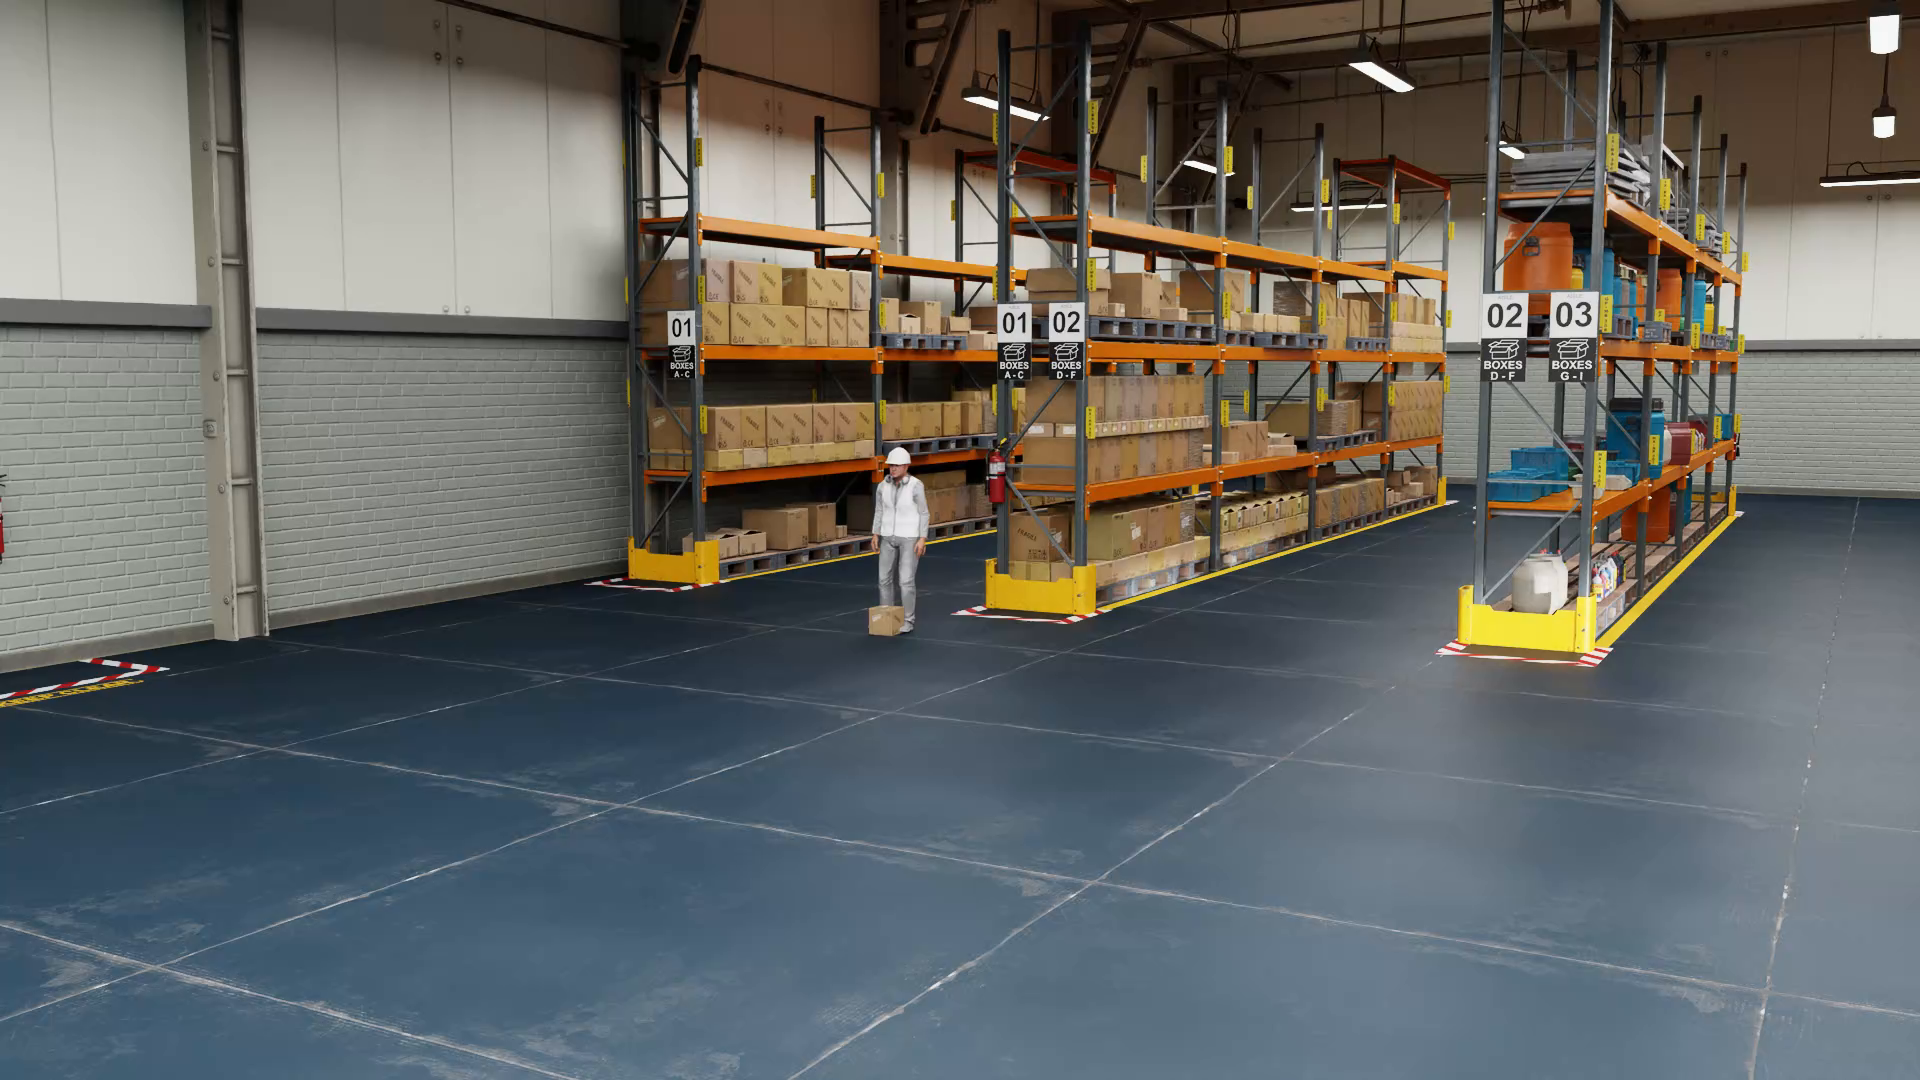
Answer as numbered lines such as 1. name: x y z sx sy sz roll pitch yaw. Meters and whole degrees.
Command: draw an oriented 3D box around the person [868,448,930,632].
1. person: -0.580 -0.008 16.079 0.590 1.770 0.465 3 7 26
